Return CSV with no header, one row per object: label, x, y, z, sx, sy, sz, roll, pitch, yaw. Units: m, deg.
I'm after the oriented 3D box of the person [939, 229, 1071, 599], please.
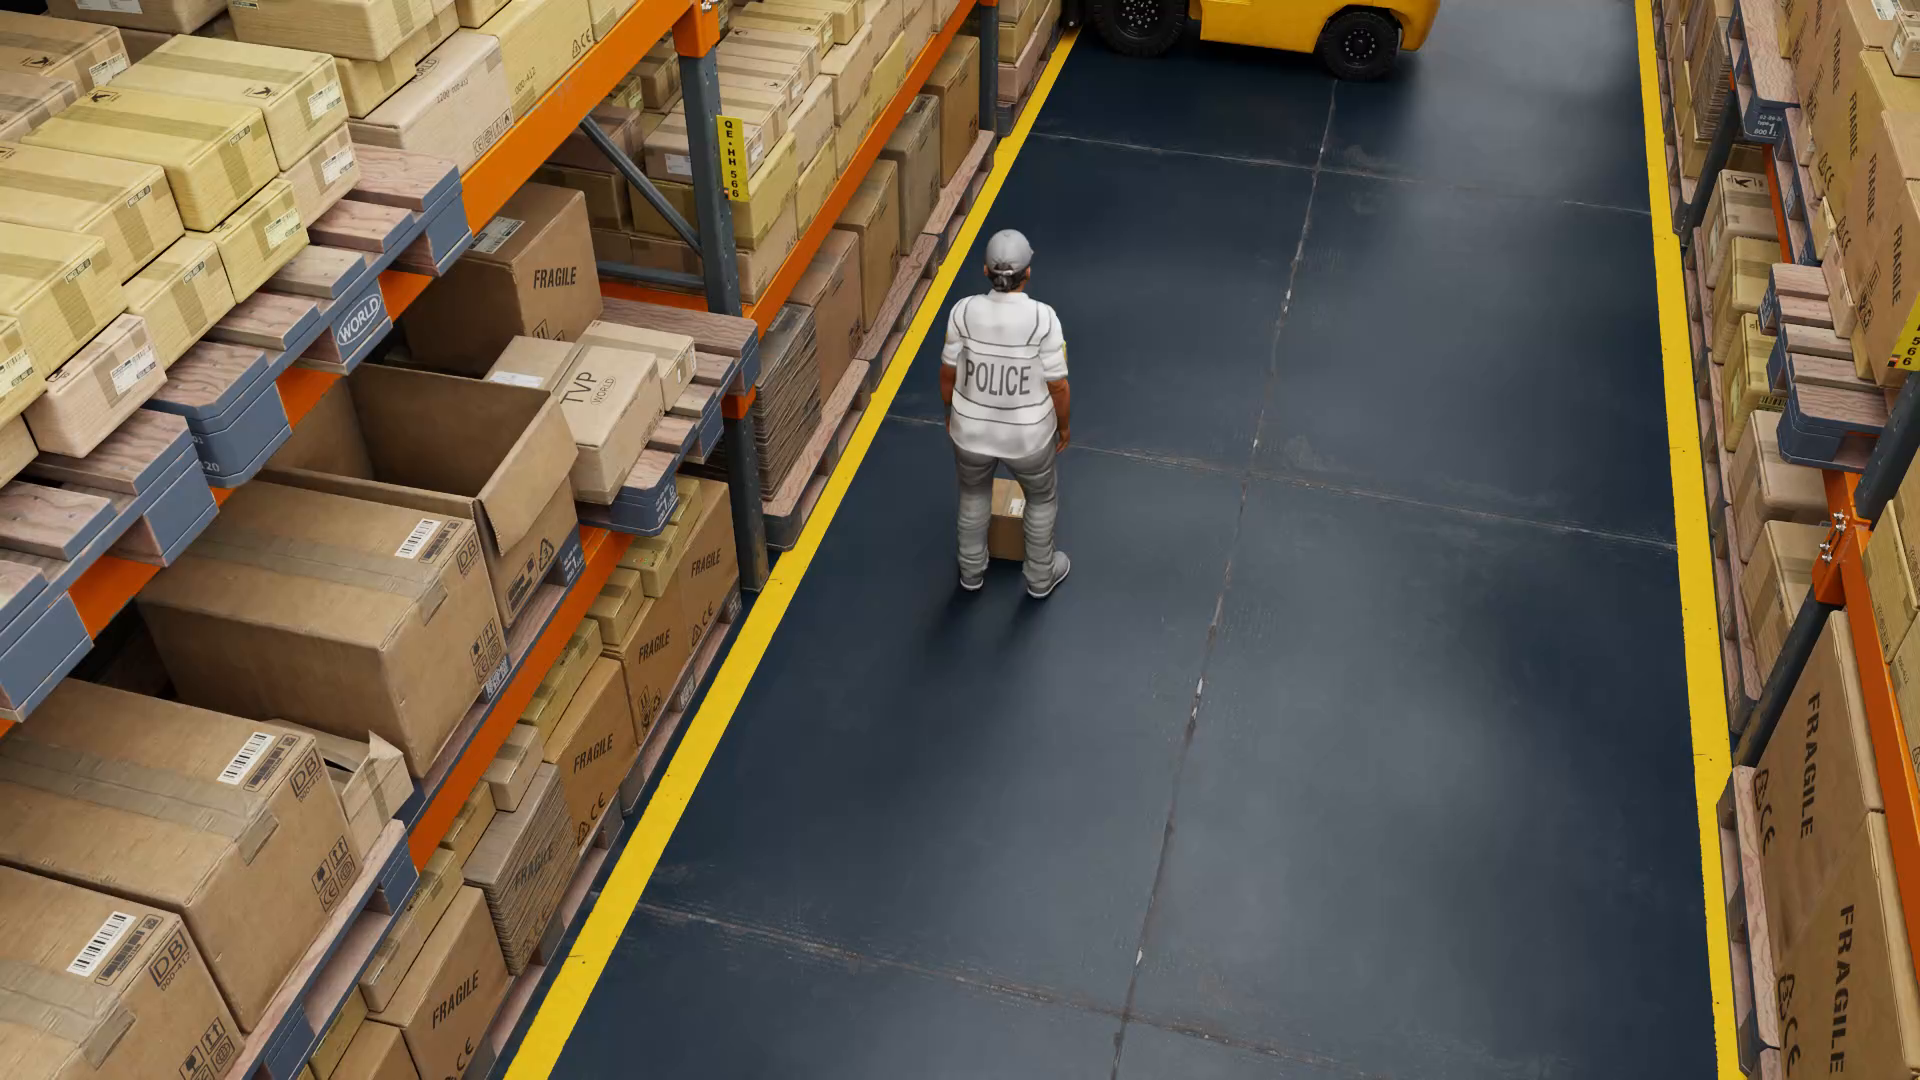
person,0.194,-0.472,6.690,0.541,1.667,0.466,9,42,10
